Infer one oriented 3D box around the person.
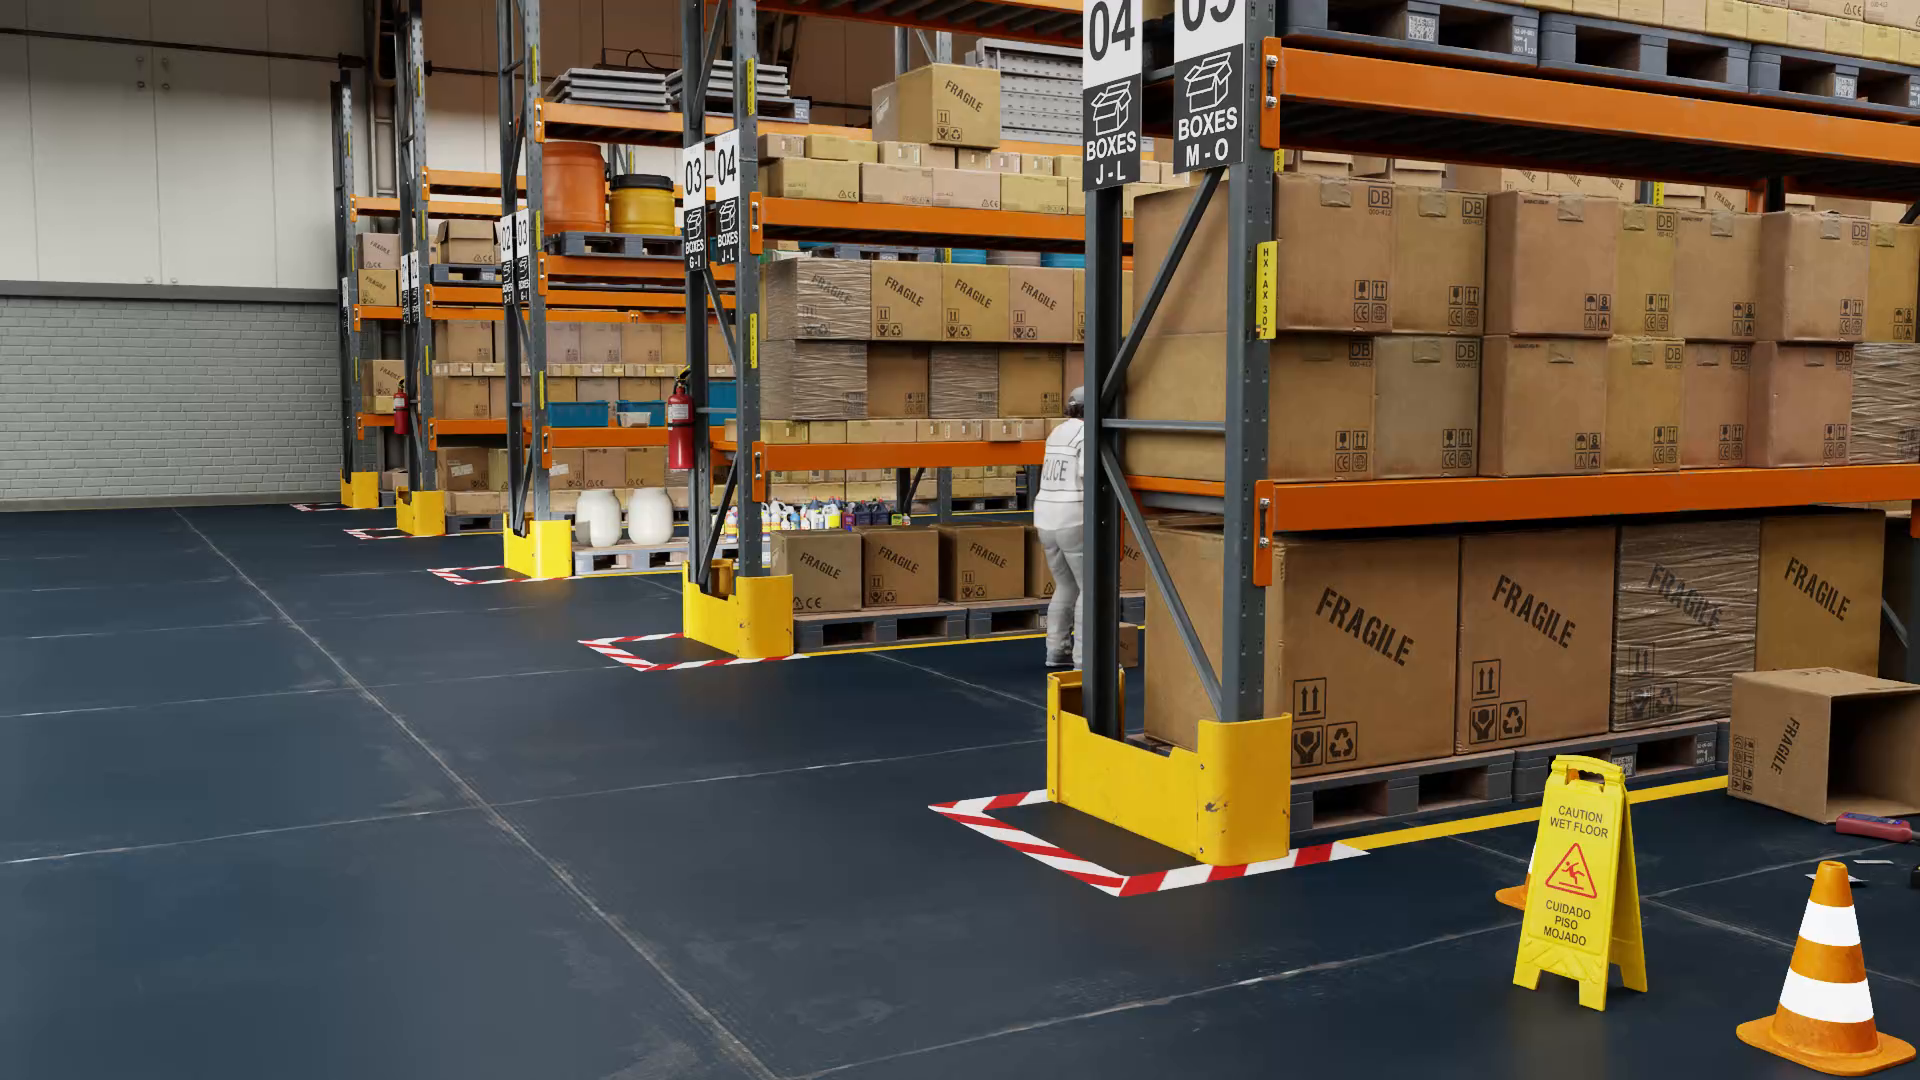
[{"bbox_3d":[0.697,-0.069,9.728,0.467,1.667,0.540,-3,6,-29],"label":"person"}]
